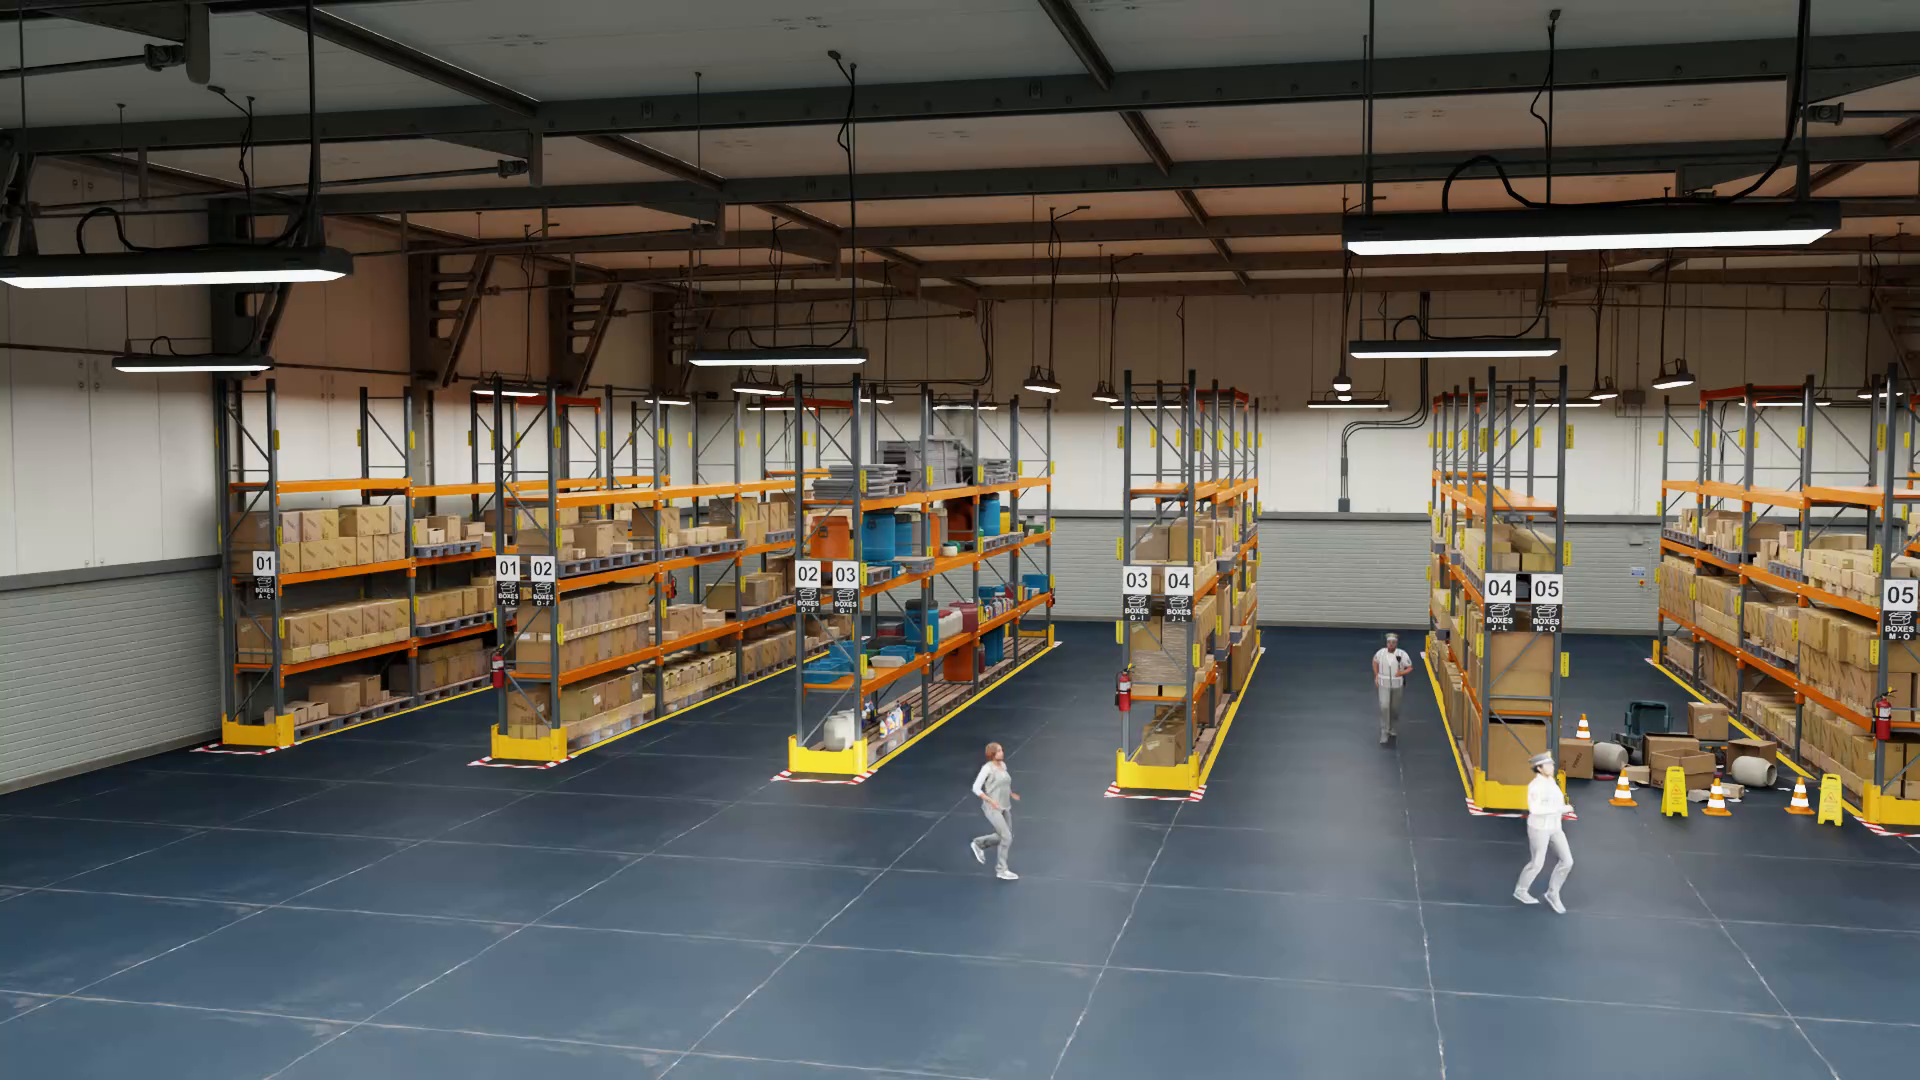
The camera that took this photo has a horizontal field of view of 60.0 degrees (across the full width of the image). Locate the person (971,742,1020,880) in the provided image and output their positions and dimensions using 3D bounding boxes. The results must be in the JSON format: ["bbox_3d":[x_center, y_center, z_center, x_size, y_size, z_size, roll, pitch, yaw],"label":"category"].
[{"bbox_3d":[0.374,3.081,19.027,0.680,1.553,0.542,2,4,35],"label":"person"}]

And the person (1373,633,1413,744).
[{"bbox_3d":[7.219,2.453,27.767,0.650,1.826,0.832,1,4,15],"label":"person"}]

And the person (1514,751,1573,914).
[{"bbox_3d":[6.227,3.099,17.663,0.589,1.734,0.684,-3,4,-37],"label":"person"}]
